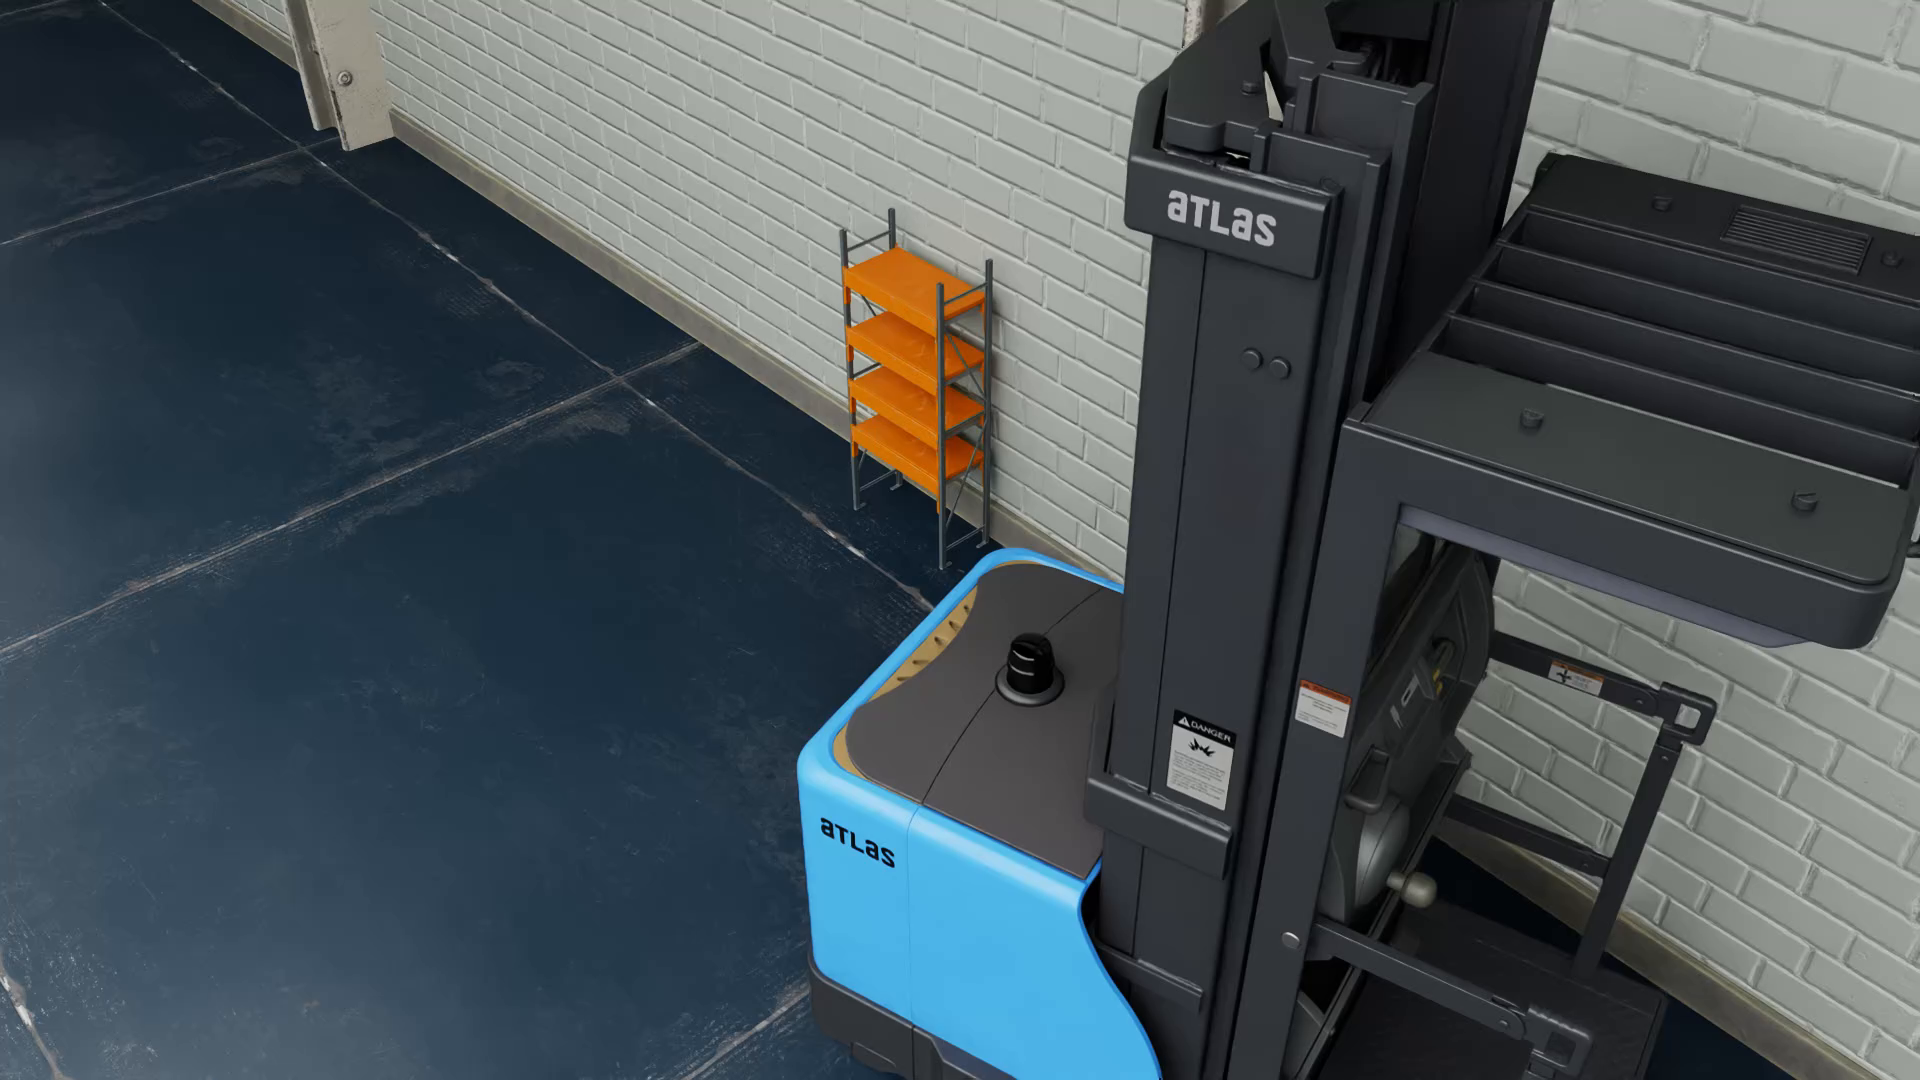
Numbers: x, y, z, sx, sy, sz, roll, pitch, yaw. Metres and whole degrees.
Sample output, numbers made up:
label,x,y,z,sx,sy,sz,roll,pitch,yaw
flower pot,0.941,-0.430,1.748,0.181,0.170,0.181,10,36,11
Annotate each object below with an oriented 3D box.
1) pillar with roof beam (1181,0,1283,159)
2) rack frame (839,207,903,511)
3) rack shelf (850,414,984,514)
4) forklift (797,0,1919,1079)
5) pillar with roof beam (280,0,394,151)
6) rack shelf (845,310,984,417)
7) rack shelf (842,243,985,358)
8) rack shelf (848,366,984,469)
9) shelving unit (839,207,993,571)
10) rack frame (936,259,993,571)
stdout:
label,x,y,z,sx,sy,sz,roll,pitch,yaw
pillar with roof beam,-2.375,-1.107,0.459,9.100,9.000,0.400,-30,48,-32
rack frame,-0.317,-0.633,6.078,0.240,1.200,0.015,-30,48,-32
rack shelf,-0.150,-0.314,6.106,0.258,0.148,0.480,-30,48,-32
forklift,1.121,0.435,3.379,3.031,2.935,1.130,21,43,24
pillar with roof beam,-6.433,-3.884,3.897,9.100,9.000,0.400,-30,48,-32
rack shelf,-0.150,-0.642,5.841,0.258,0.148,0.480,-30,48,-32
rack shelf,-0.150,-0.826,5.692,0.258,0.148,0.480,-30,48,-32
rack shelf,-0.150,-0.468,5.982,0.258,0.148,0.480,-30,48,-32
shelving unit,-0.150,-0.521,5.939,0.258,1.200,0.503,-30,48,-32
rack frame,0.017,-0.409,5.801,0.240,1.200,0.015,-30,48,-32
